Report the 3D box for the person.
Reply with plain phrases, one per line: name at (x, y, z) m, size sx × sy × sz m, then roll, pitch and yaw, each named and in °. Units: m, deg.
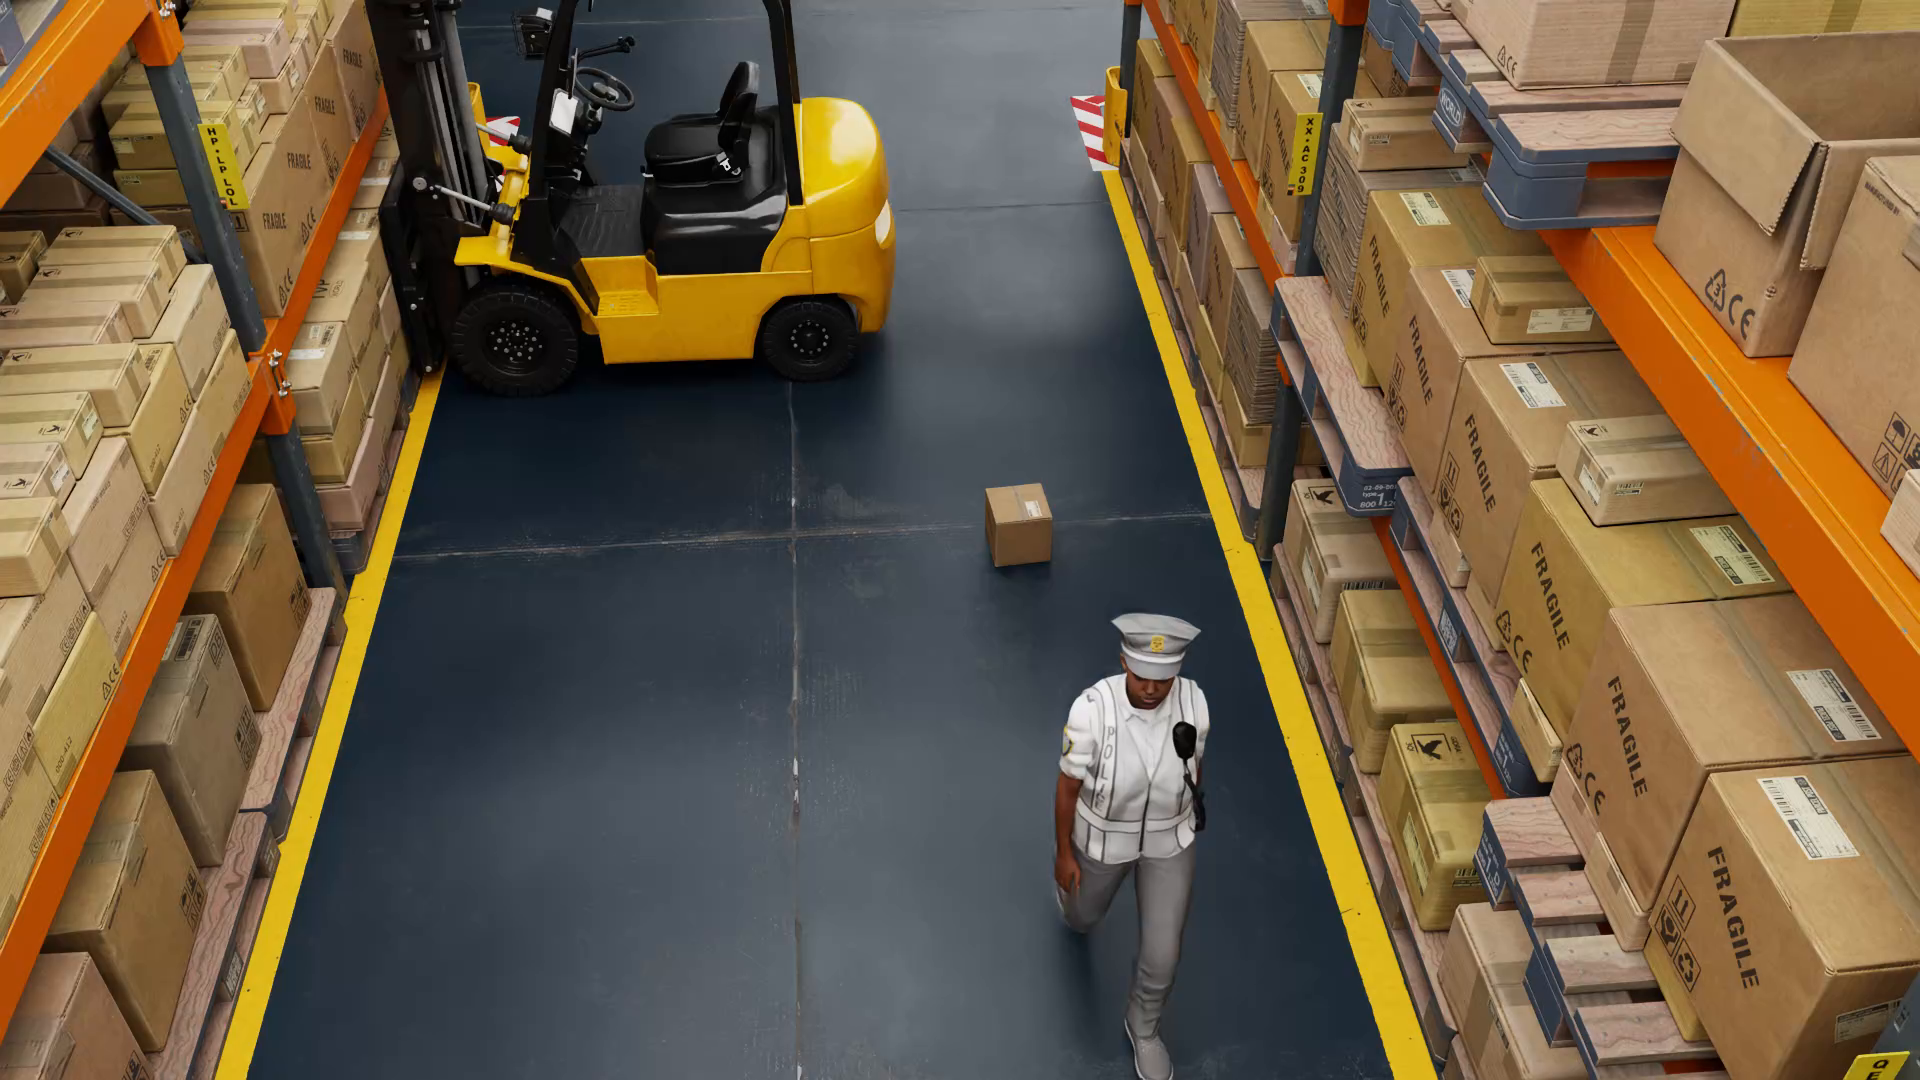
person at (0.517, 0.906, 5.177) m, size 0.383 × 1.321 × 0.680 m, roll -3°, pitch 39°, yaw -3°
